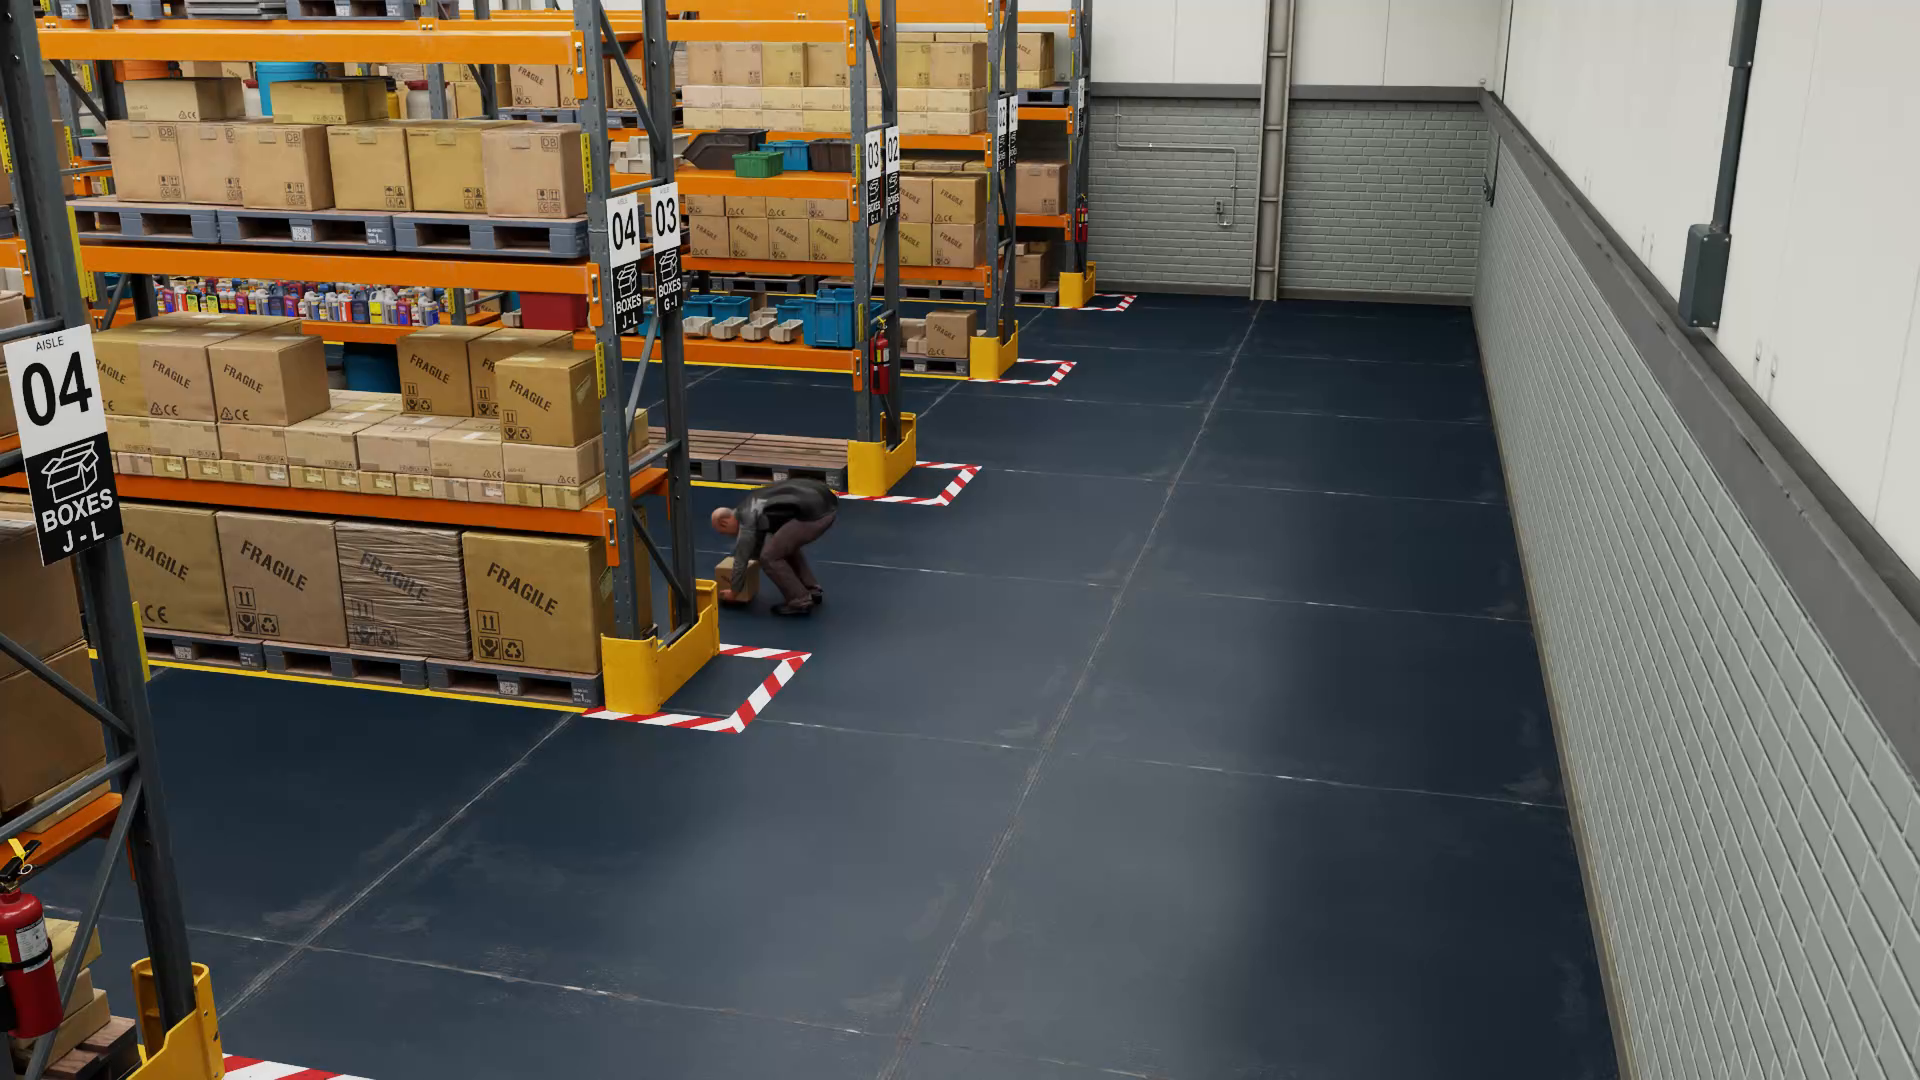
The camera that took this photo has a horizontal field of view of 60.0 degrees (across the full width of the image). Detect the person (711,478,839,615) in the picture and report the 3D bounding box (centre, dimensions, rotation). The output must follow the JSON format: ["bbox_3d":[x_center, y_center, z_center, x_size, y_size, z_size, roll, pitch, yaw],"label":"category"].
[{"bbox_3d":[-1.367,0.050,12.227,0.944,0.921,0.511,4,18,11],"label":"person"}]
